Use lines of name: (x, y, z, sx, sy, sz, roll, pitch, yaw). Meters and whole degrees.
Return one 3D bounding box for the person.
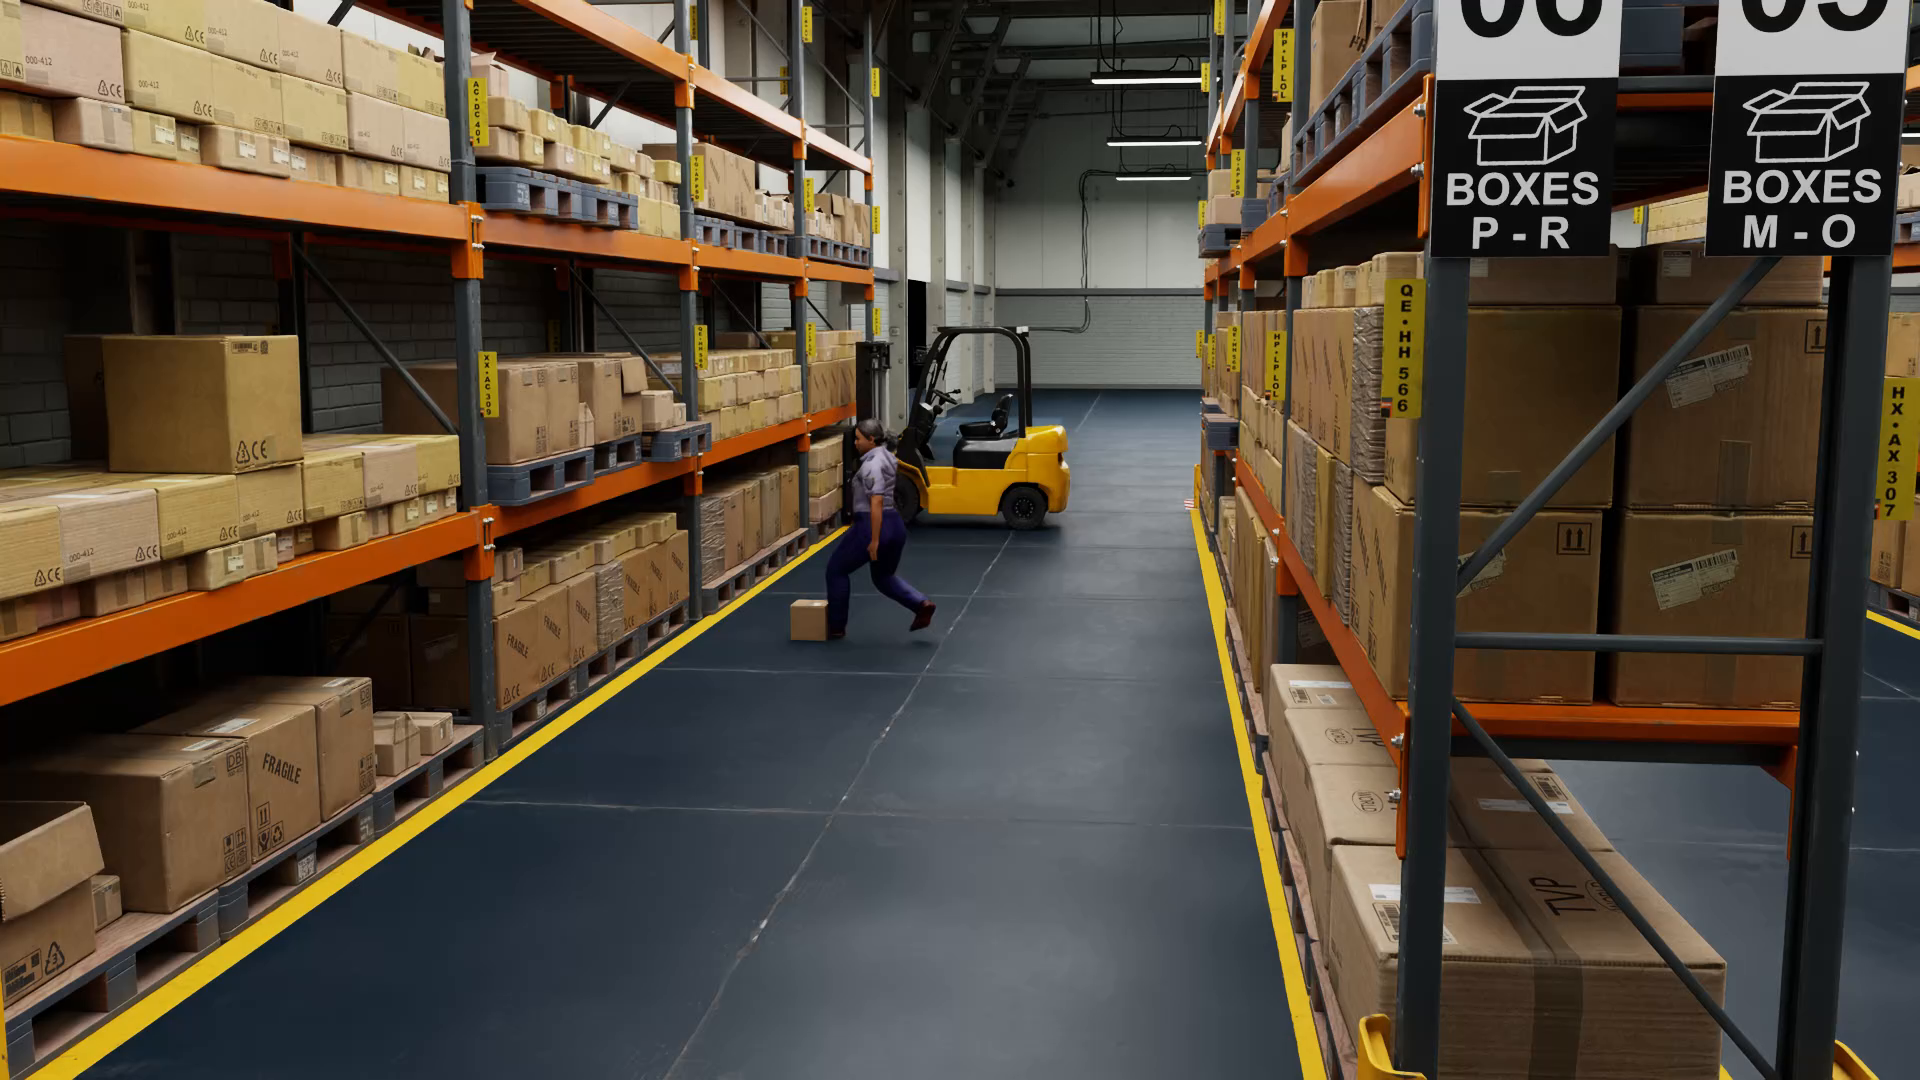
person: (-0.633, -0.078, 11.679, 0.938, 1.553, 0.503, 4, 9, 25)
